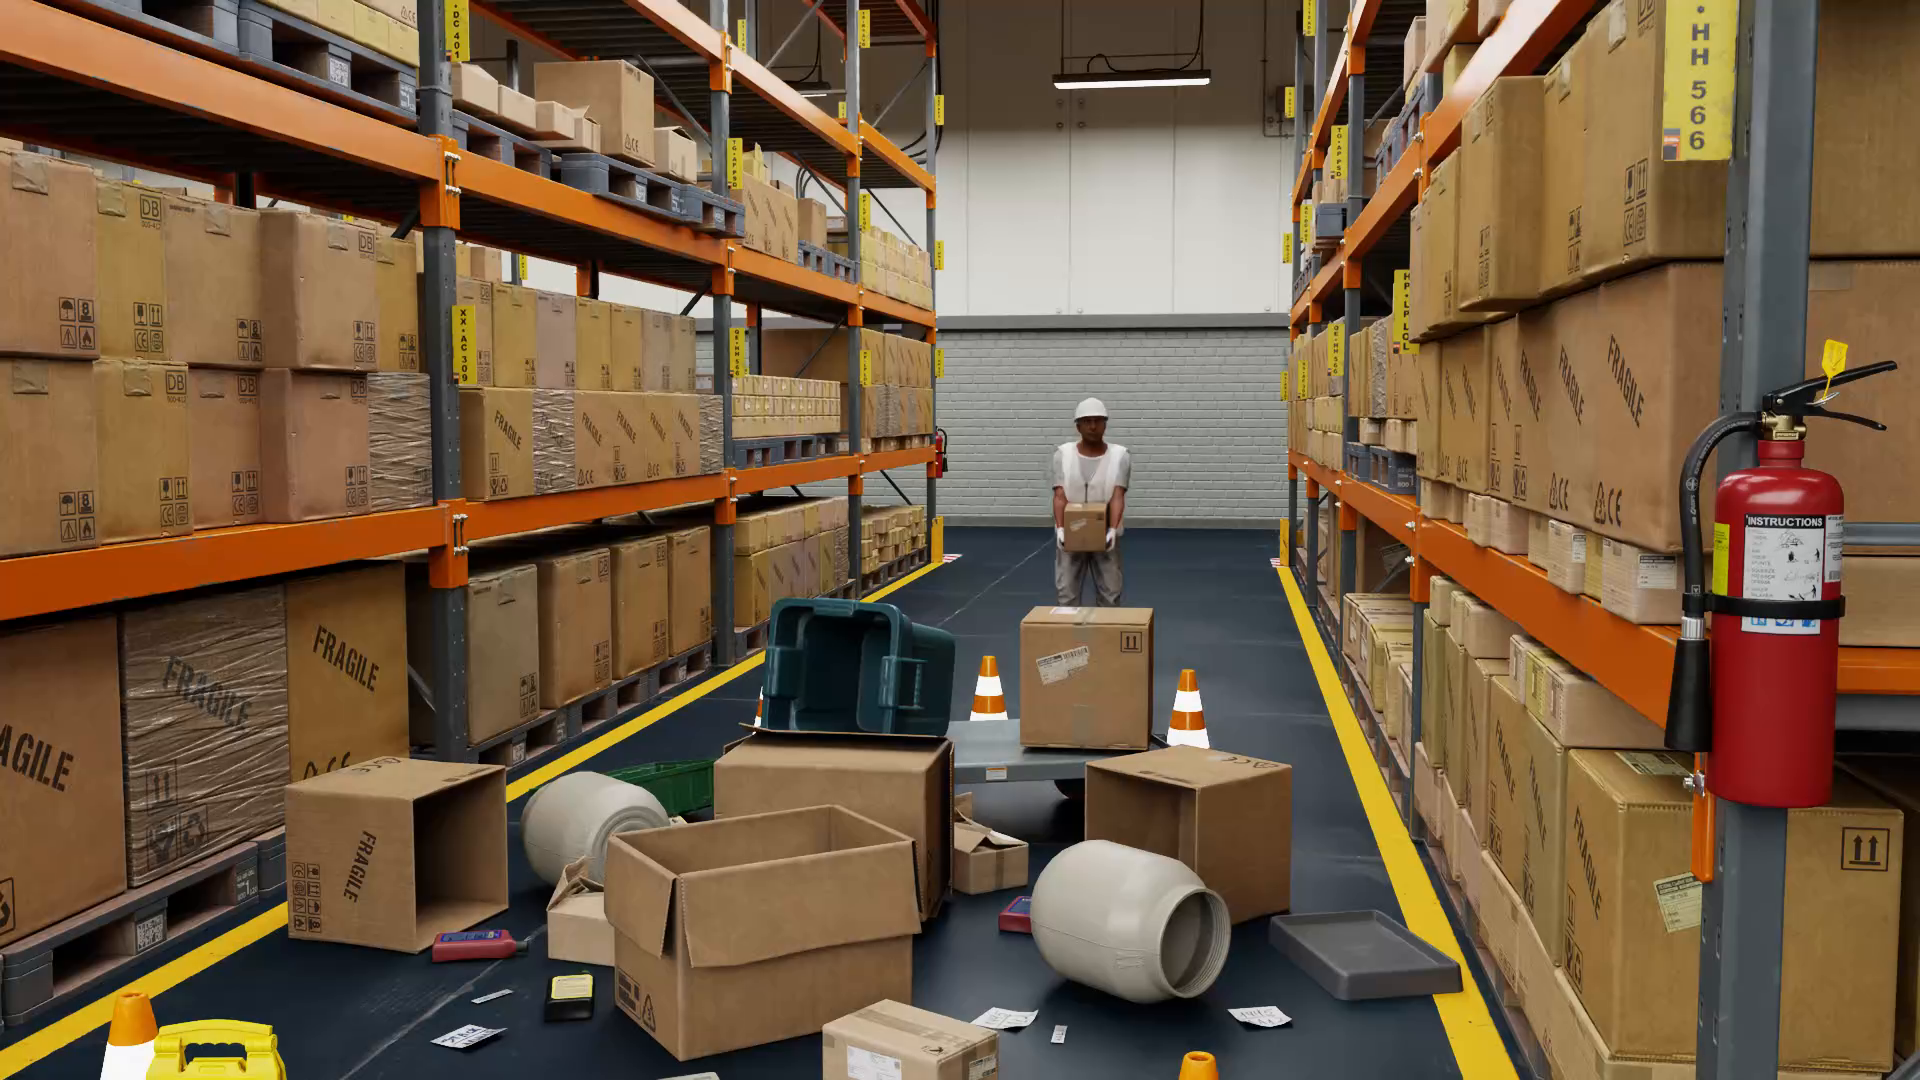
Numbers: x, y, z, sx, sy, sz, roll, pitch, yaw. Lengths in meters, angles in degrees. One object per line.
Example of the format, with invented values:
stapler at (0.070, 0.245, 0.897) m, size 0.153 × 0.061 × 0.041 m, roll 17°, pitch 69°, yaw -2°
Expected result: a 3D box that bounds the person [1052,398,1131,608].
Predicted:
person at (0.809, 0.010, 10.337) m, size 0.491 × 1.778 × 0.587 m, roll 1°, pitch 4°, yaw 8°
